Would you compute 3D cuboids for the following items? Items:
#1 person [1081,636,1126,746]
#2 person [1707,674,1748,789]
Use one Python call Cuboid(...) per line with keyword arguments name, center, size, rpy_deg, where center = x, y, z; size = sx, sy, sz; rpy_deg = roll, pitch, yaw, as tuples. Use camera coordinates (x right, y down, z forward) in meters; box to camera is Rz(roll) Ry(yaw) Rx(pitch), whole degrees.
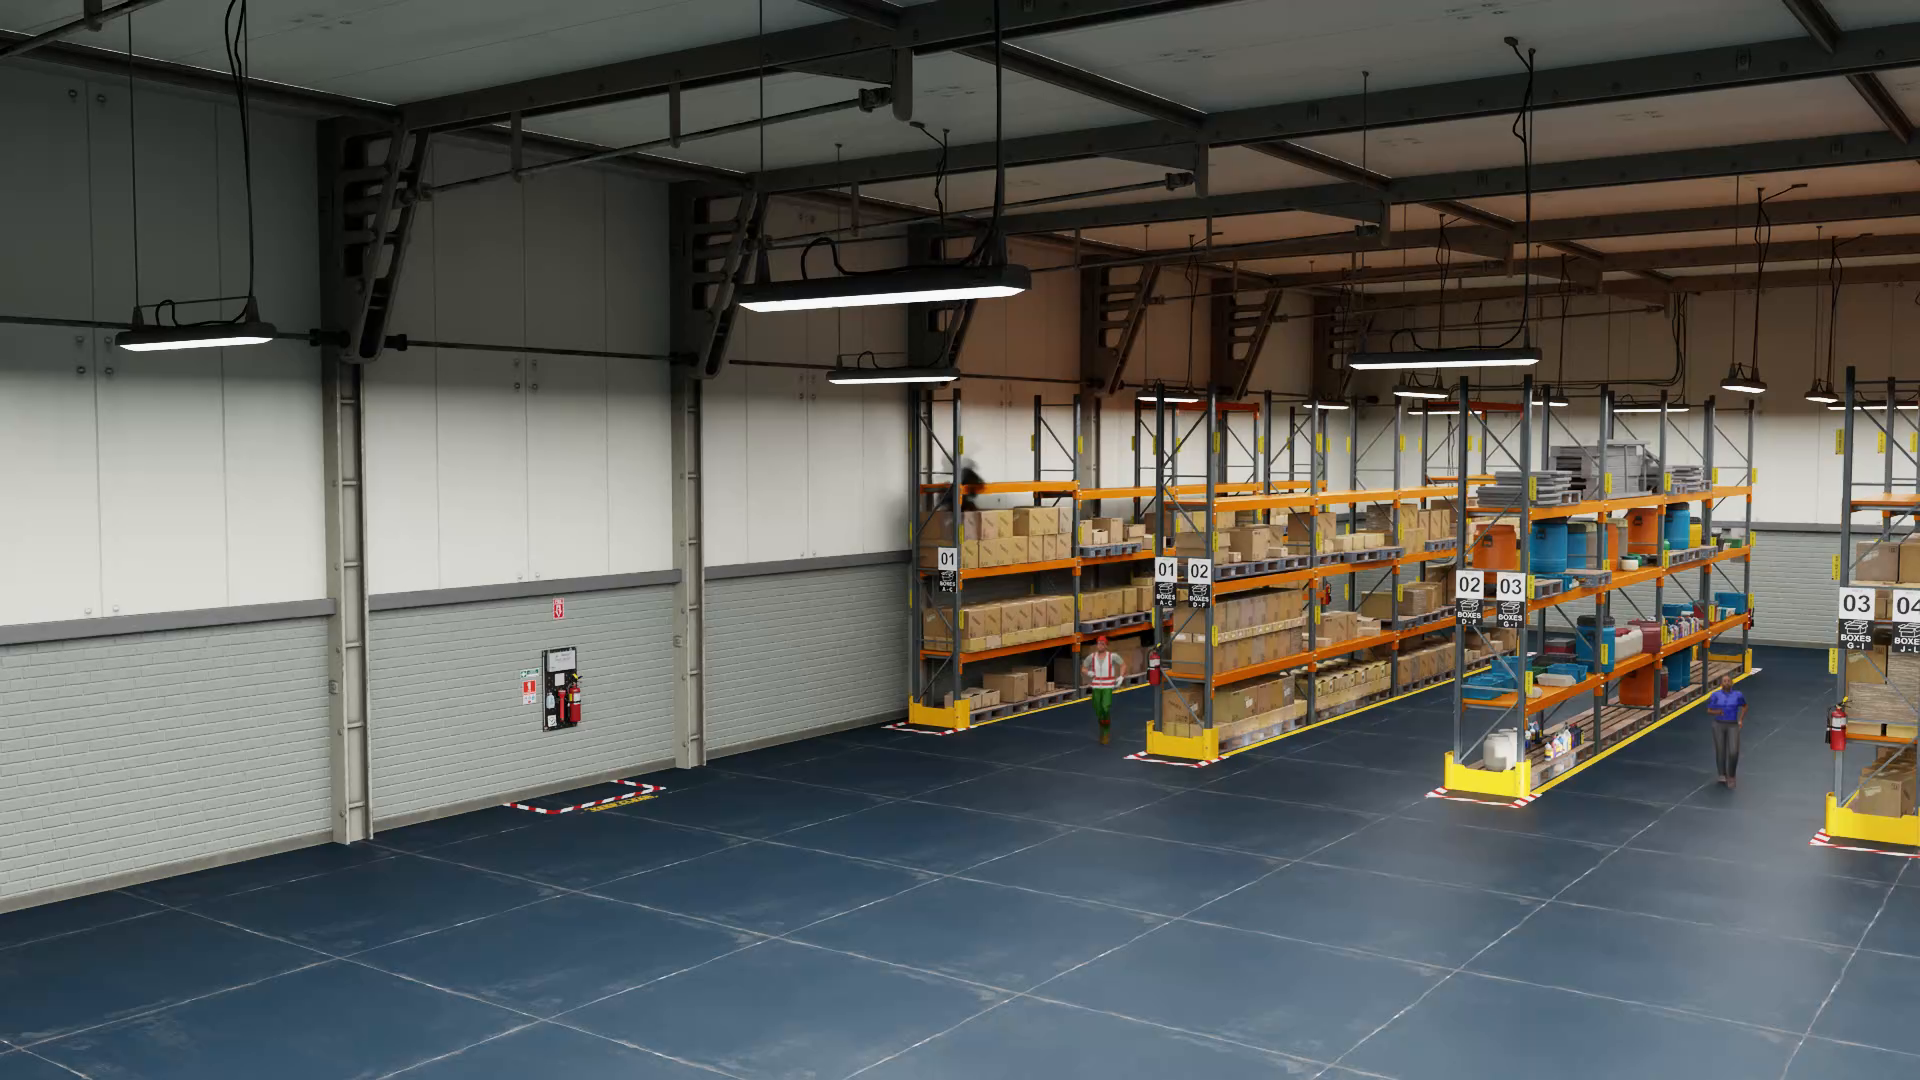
Cuboid(name="person", center=(2.390, 2.518, 27.932), size=(0.730, 1.814, 0.676), rpy_deg=(1, 3, 18))
Cuboid(name="person", center=(11.224, 2.800, 24.333), size=(0.559, 1.684, 0.677), rpy_deg=(1, 4, 23))
